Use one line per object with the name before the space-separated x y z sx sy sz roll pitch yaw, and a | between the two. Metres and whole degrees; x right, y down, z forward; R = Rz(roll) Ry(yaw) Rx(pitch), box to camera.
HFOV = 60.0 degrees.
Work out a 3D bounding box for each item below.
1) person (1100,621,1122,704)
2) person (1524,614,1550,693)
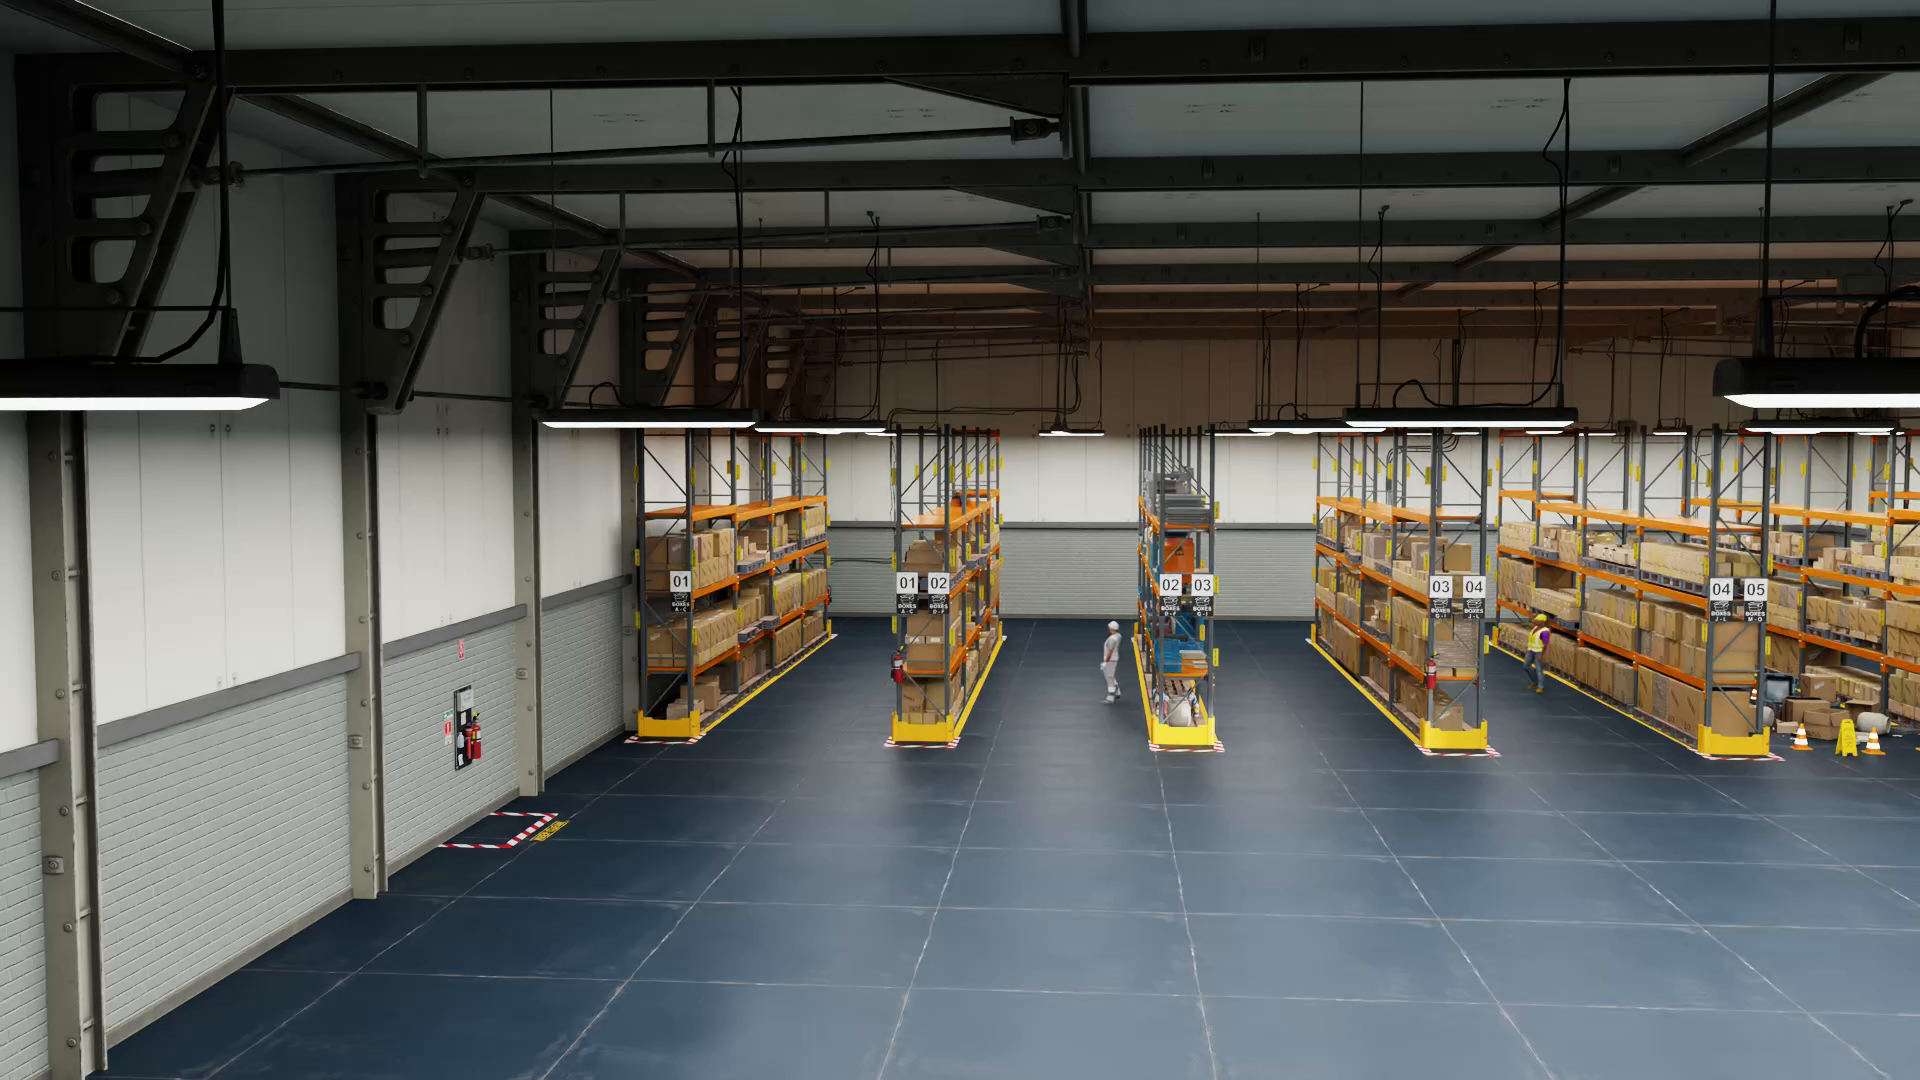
person | 3.280 2.639 35.994 0.457 1.792 0.654 1 4 10
person | 13.041 2.552 37.608 0.445 1.767 0.678 -1 4 -22
